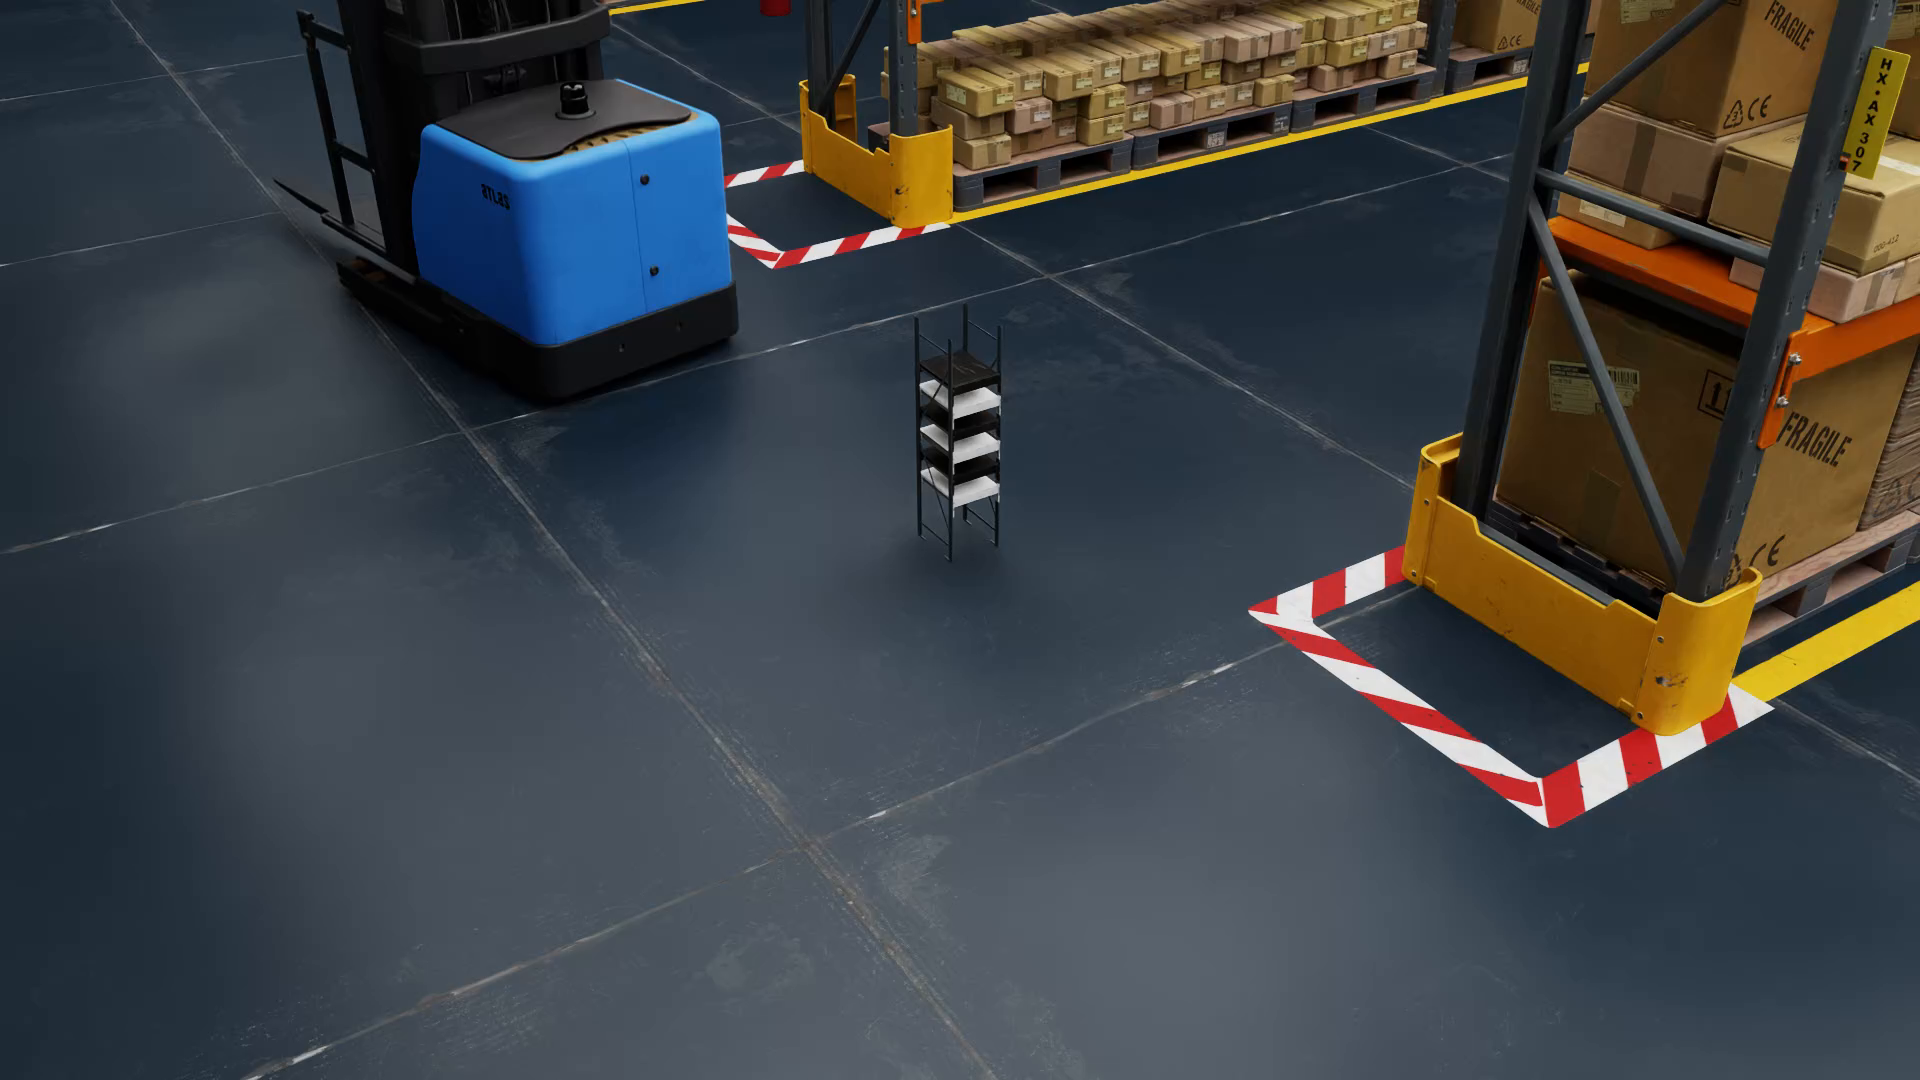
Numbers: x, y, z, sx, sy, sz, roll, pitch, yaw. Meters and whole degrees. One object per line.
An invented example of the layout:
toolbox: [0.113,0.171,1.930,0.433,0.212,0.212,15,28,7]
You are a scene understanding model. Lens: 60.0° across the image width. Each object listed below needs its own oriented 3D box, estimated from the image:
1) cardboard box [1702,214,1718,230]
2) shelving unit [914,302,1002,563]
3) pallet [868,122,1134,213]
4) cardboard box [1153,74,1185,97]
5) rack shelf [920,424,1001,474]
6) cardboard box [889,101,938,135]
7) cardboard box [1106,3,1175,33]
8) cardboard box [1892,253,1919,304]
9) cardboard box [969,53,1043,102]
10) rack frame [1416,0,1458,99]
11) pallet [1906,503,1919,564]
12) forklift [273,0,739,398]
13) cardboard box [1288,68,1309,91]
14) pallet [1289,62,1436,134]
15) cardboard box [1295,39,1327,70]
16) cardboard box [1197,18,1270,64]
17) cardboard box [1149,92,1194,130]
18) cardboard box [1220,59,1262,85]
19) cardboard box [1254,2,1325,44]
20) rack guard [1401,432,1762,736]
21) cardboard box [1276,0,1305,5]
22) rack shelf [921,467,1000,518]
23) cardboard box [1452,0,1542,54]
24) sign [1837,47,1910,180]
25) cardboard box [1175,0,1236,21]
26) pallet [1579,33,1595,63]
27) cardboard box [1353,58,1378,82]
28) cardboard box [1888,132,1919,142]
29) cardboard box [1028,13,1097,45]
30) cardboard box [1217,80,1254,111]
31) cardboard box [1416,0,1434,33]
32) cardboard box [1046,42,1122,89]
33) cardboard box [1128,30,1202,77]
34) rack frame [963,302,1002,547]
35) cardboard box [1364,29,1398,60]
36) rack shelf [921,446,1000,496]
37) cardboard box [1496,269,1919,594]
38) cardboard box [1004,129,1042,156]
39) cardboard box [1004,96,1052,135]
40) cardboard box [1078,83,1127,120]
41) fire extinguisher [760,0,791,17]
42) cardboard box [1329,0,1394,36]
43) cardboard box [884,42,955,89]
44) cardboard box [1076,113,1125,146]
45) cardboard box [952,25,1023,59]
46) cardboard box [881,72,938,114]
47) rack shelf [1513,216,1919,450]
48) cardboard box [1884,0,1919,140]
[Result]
cardboard box: [2.403,-1.172,5.532,0.250,0.149,0.380,-19,37,-27]
shelving unit: [-0.007,-0.378,6.006,0.210,0.900,0.258,-19,37,-27]
pallet: [0.228,-2.267,9.646,1.213,0.211,1.003,-19,37,-27]
cardboard box: [1.111,-2.746,9.791,0.250,0.149,0.380,-17,36,-25]
rack shelf: [-0.007,-0.350,6.024,0.200,0.077,0.258,-19,37,-27]
cardboard box: [-0.209,-2.423,9.558,0.250,0.149,0.380,-18,37,-26]
cardboard box: [1.095,-3.138,10.134,0.250,0.149,0.380,-19,37,-27]
cardboard box: [2.756,-0.875,5.062,0.250,0.149,0.380,-20,37,-28]
cardboard box: [0.253,-2.562,9.220,0.250,0.149,0.380,-18,37,-26]
rack frame: [2.824,-4.362,10.353,0.127,3.000,1.000,-19,37,-27]
pallet: [3.718,-0.389,6.670,1.213,0.211,1.003,-19,37,-27]
forklift: [-2.397,-2.537,7.524,1.130,2.935,3.031,-27,41,-36]
cardboard box: [1.941,-2.903,10.319,0.250,0.149,0.380,-20,37,-28]
pallet: [2.279,-2.972,10.764,1.213,0.211,1.003,-19,37,-27]
cardboard box: [2.031,-3.028,10.239,0.250,0.149,0.380,-19,37,-27]
cardboard box: [1.610,-2.956,9.845,0.250,0.149,0.380,-20,38,-29]
cardboard box: [1.150,-2.547,9.754,0.250,0.149,0.380,-21,38,-30]
cardboard box: [1.591,-2.877,10.000,0.250,0.149,0.380,-21,38,-29]
cardboard box: [2.007,-3.159,10.167,0.250,0.149,0.380,-18,36,-26]
rack guard: [2.044,0.112,5.604,0.348,0.500,1.175,-19,37,-27]
cardboard box: [1.973,-3.430,10.597,0.250,0.149,0.380,-20,37,-28]
rack shelf: [-0.007,-0.198,6.120,0.200,0.077,0.258,-19,37,-27]
cardboard box: [3.589,-3.577,11.058,0.500,0.500,0.500,-17,36,-25]
sign: [2.360,-1.101,4.299,0.005,0.325,0.100,-19,37,-27]
cardboard box: [1.508,-3.308,10.403,0.250,0.149,0.380,-18,37,-26]
pallet: [4.504,-3.763,12.017,1.213,0.211,1.003,-19,37,-27]
cardboard box: [2.415,-3.030,10.520,0.250,0.149,0.380,-18,36,-26]
cardboard box: [3.047,-1.185,5.179,0.500,0.250,0.500,-19,37,-28]
cardboard box: [0.608,-3.023,9.952,0.250,0.149,0.380,-18,36,-26]
cardboard box: [1.553,-2.723,10.034,0.250,0.149,0.380,-18,37,-26]
cardboard box: [3.310,-3.809,11.426,0.500,0.500,0.500,-20,37,-28]
cardboard box: [0.698,-2.686,9.417,0.250,0.149,0.380,-21,38,-30]
cardboard box: [1.182,-2.817,9.626,0.250,0.149,0.380,-18,37,-27]
rack frame: [0.079,-0.408,6.053,0.006,0.900,0.240,-19,37,-27]
cardboard box: [2.511,-3.142,10.419,0.250,0.149,0.380,-21,38,-29]
rack shelf: [-0.007,-0.274,6.072,0.200,0.077,0.258,-19,37,-27]
cardboard box: [2.559,-0.452,5.753,0.875,0.875,0.875,-19,37,-27]
cardboard box: [0.251,-2.298,9.359,0.250,0.149,0.380,-19,37,-27]
cardboard box: [0.302,-2.393,9.232,0.250,0.149,0.380,-19,37,-27]
cardboard box: [0.734,-2.529,9.448,0.250,0.149,0.380,-18,36,-26]
fire extinguisher: [-1.000,-3.149,8.853,0.183,0.674,0.296,-19,37,-27]
cardboard box: [2.473,-3.274,10.350,0.250,0.149,0.380,-18,37,-27]
cardboard box: [-0.230,-2.696,9.433,0.250,0.149,0.380,-19,37,-27]
cardboard box: [0.731,-2.397,9.517,0.250,0.149,0.380,-18,37,-27]
cardboard box: [0.161,-2.874,9.716,0.250,0.149,0.380,-20,37,-28]
cardboard box: [-0.249,-2.584,9.534,0.250,0.149,0.380,-20,37,-29]
rack shelf: [3.745,-1.226,6.056,4.000,0.370,1.077,-19,37,-27]
cardboard box: [3.034,-1.494,4.966,0.500,0.500,0.500,-20,37,-28]
